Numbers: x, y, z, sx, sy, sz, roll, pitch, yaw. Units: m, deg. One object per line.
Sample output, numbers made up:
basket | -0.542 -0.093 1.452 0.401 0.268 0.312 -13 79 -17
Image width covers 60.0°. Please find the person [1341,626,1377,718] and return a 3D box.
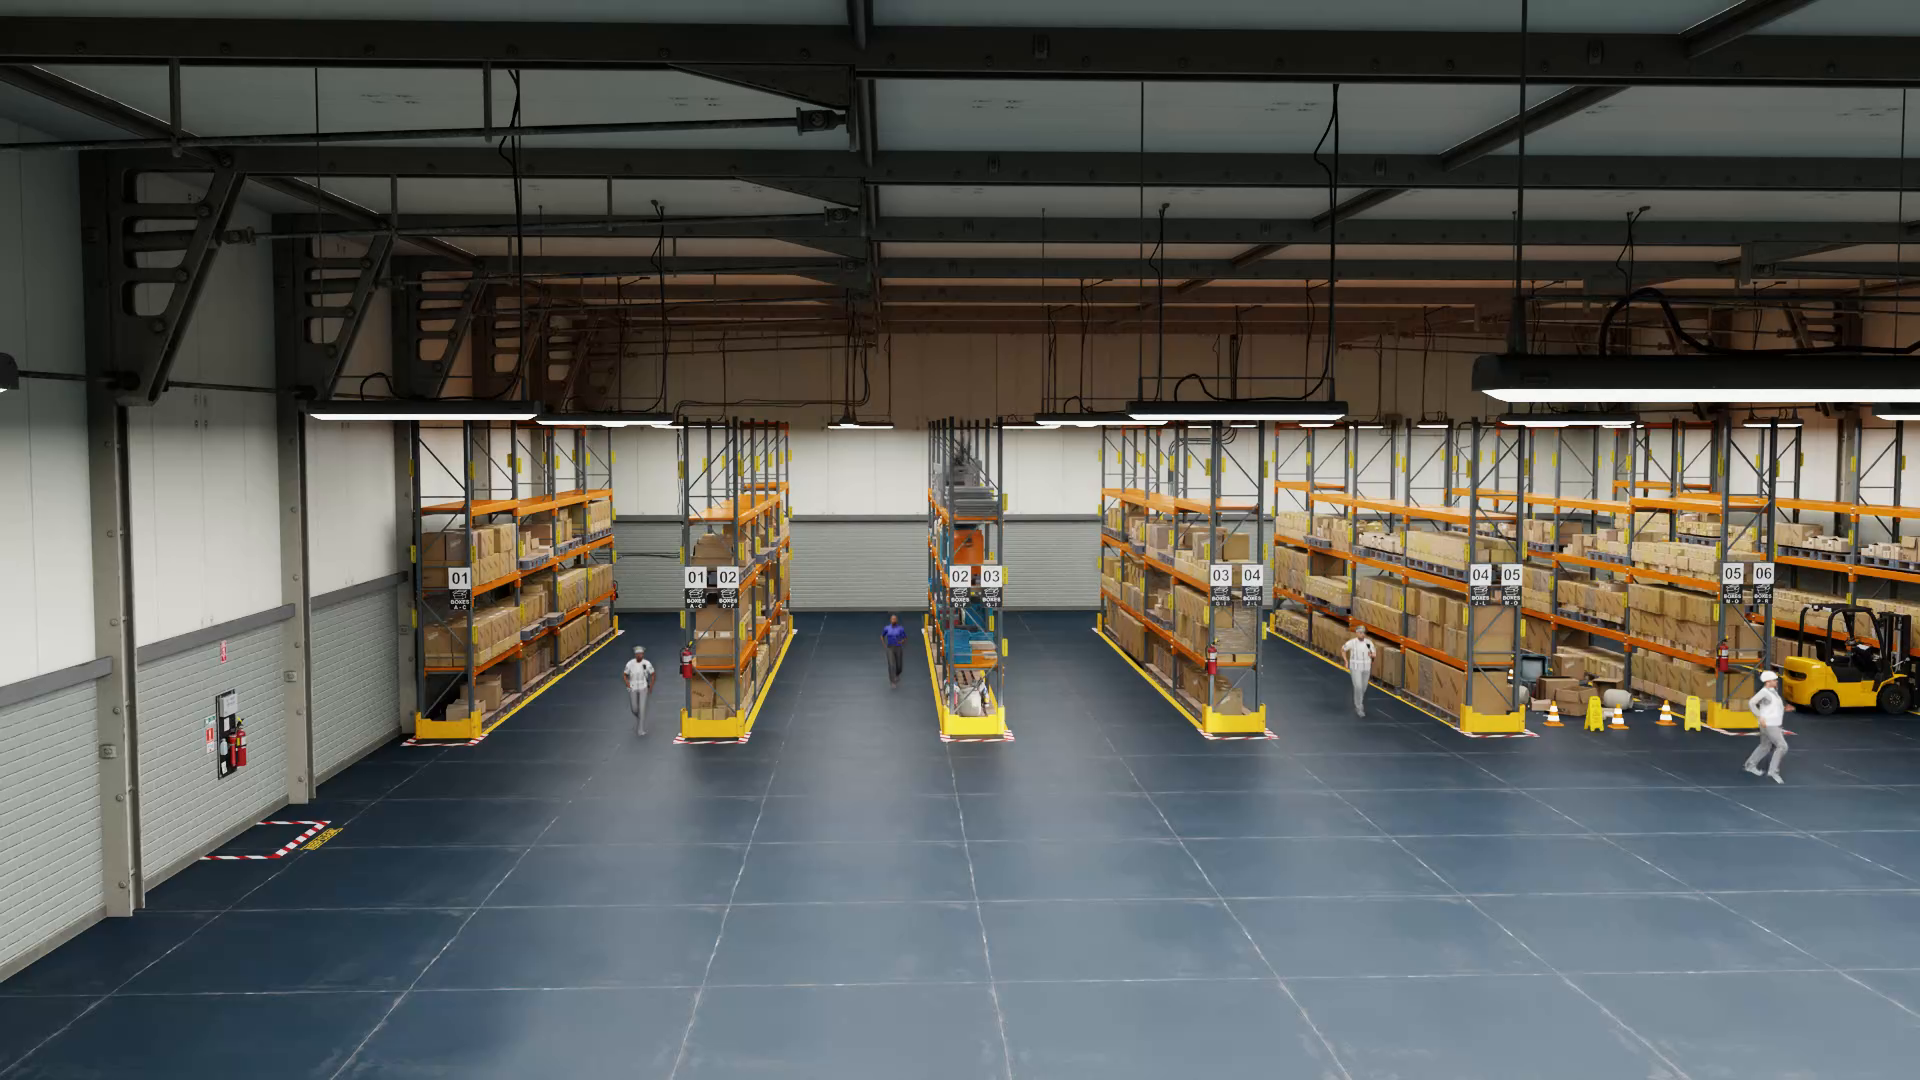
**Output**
person | 8.102 2.634 33.649 0.649 1.818 0.867 -1 4 -11

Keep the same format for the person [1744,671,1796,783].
person | 13.281 3.063 27.279 0.753 1.833 0.627 3 5 36

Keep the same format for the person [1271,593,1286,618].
person | 9.415 1.676 49.145 0.642 1.680 0.764 2 4 29

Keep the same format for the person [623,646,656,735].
person | -6.109 2.841 31.654 0.614 1.677 0.609 0 4 -4

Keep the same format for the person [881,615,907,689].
person | -1.479 2.479 37.210 0.588 1.622 0.815 0 4 -5
